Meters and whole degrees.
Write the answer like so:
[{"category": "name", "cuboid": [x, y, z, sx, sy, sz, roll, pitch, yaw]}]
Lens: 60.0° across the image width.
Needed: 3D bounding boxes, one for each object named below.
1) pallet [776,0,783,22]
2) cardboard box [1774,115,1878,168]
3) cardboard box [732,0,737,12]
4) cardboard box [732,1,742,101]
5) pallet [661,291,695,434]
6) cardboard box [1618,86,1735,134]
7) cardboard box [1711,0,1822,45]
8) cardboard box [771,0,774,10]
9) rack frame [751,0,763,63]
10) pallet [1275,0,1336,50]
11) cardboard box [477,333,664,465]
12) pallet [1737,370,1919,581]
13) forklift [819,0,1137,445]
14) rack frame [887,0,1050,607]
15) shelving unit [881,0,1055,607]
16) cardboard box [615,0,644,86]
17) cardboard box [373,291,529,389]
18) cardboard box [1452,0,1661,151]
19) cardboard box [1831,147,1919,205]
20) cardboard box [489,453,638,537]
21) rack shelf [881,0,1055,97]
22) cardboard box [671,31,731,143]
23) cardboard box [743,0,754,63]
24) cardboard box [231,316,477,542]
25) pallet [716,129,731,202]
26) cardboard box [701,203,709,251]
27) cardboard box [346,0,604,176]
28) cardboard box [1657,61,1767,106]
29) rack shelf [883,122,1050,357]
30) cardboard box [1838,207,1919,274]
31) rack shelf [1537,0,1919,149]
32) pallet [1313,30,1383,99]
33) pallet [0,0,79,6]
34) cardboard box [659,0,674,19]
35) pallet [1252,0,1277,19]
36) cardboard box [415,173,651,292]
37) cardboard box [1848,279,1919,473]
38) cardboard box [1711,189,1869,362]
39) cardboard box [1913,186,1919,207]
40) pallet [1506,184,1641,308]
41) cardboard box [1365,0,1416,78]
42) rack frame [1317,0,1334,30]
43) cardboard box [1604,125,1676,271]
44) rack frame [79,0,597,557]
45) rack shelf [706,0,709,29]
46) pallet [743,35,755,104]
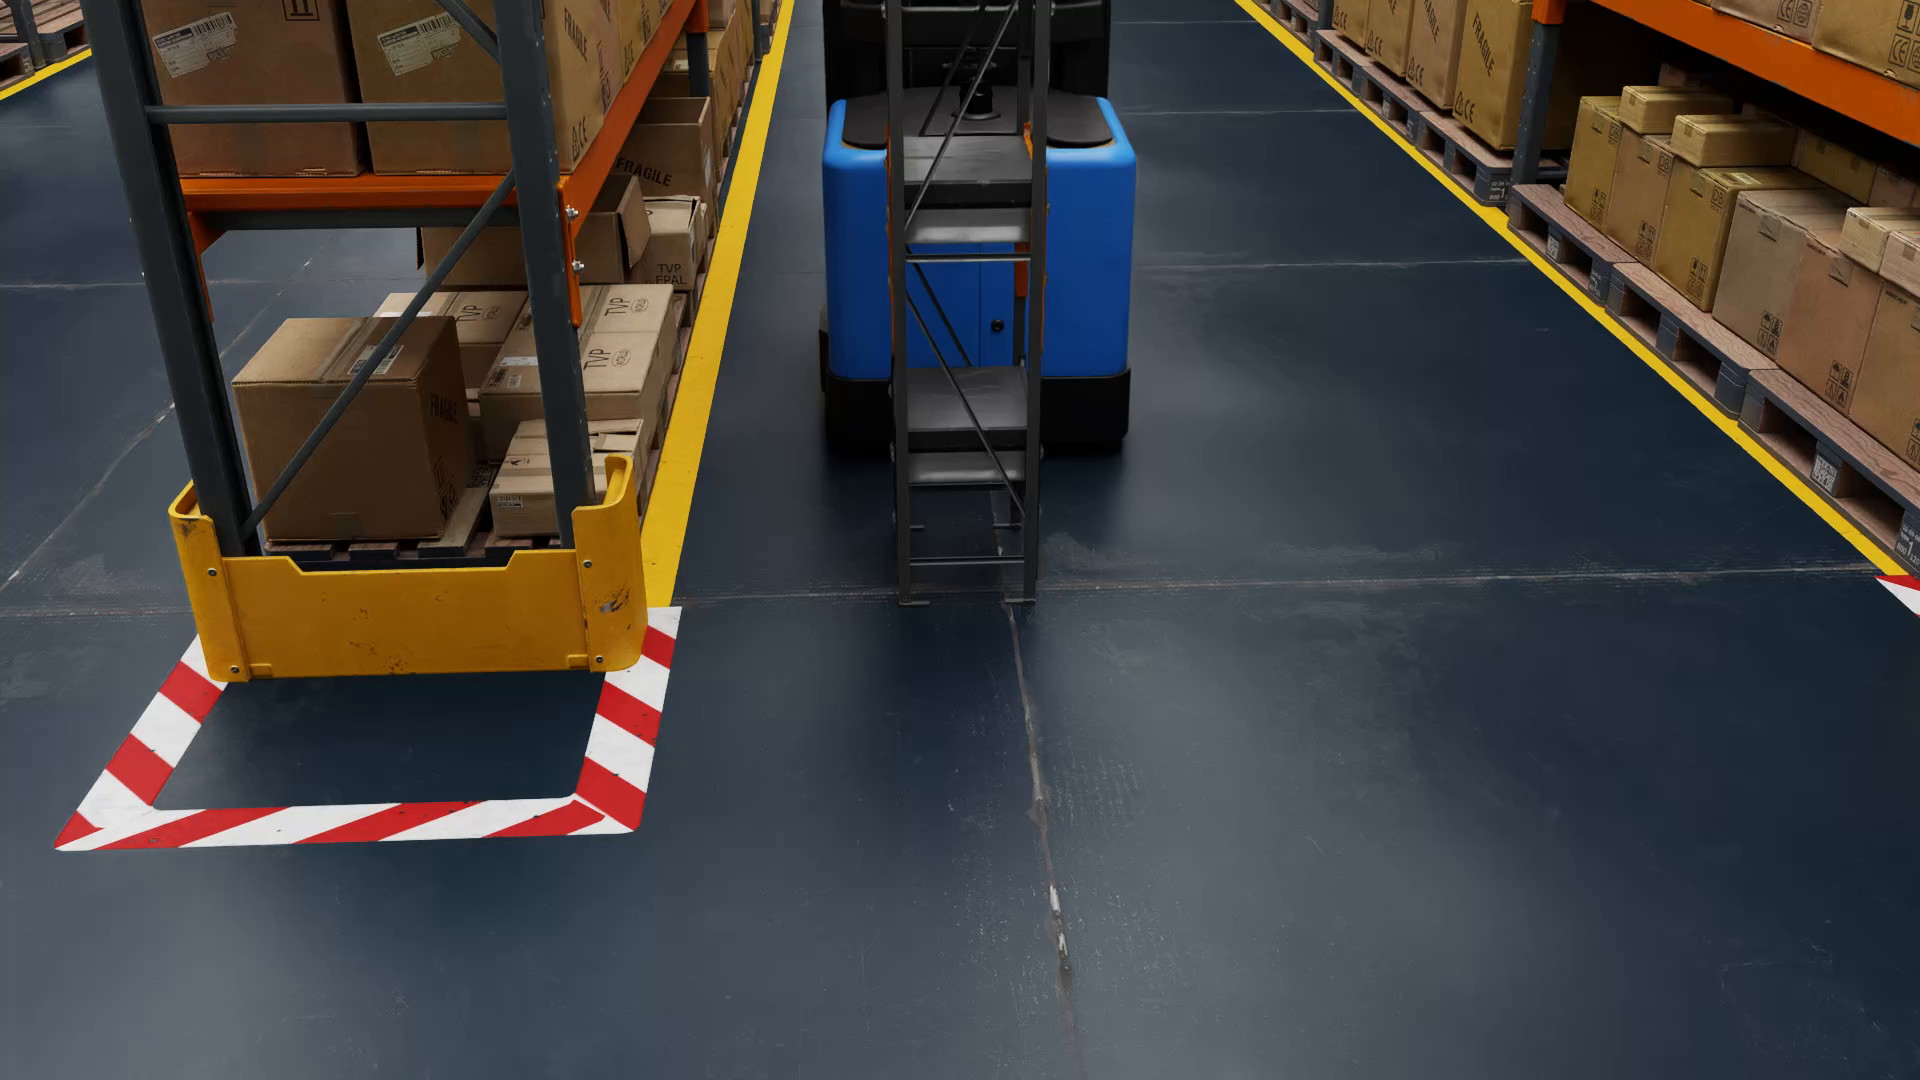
[{"category": "pallet", "cuboid": [-1.959, -4.402, 13.462, 1.003, 0.211, 1.213, -1, 28, -3]}, {"category": "cardboard box", "cuboid": [3.445, -1.577, 6.578, 0.380, 0.149, 0.250, -1, 28, -2]}, {"category": "cardboard box", "cuboid": [-1.546, -3.190, 9.539, 0.500, 0.250, 0.500, -2, 28, -4]}, {"category": "cardboard box", "cuboid": [-1.551, -2.875, 9.745, 0.500, 0.500, 0.500, -2, 28, -5]}, {"category": "pallet", "cuboid": [-1.584, -0.730, 6.421, 1.003, 0.211, 1.213, -1, 28, -3]}, {"category": "cardboard box", "cuboid": [3.034, -1.824, 7.052, 0.380, 0.149, 0.250, 0, 28, -1]}, {"category": "cardboard box", "cuboid": [3.354, -2.178, 5.859, 0.980, 0.700, 0.700, -3, 28, -5]}, {"category": "cardboard box", "cuboid": [-1.655, -4.143, 12.470, 0.500, 0.250, 0.500, -2, 28, -4]}, {"category": "rack frame", "cuboid": [-1.894, -4.695, 11.009, 1.000, 3.000, 0.127, -1, 28, -3]}, {"category": "pallet", "cuboid": [3.013, -3.941, 12.578, 1.003, 0.211, 1.213, -1, 28, -3]}, {"category": "cardboard box", "cuboid": [-1.248, -0.466, 5.397, 0.500, 0.250, 0.500, -1, 28, -3]}, {"category": "pallet", "cuboid": [3.350, -0.253, 5.507, 1.003, 0.211, 1.213, -1, 28, -3]}, {"category": "forklift", "cuboid": [0.017, -2.268, 6.428, 1.130, 2.935, 3.031, -1, 28, -2]}, {"category": "rack frame", "cuboid": [0.021, -0.742, 4.402, 0.400, 2.100, 0.015, -1, 28, -3]}, {"category": "shelving unit", "cuboid": [0.009, -0.855, 4.618, 0.431, 2.100, 0.503, -1, 28, -3]}, {"category": "cardboard box", "cuboid": [-1.292, -1.726, 5.208, 0.500, 0.500, 0.500, -1, 28, -3]}, {"category": "cardboard box", "cuboid": [-1.771, -0.661, 5.772, 0.500, 0.250, 0.500, -1, 28, -3]}, {"category": "cardboard box", "cuboid": [3.098, -2.499, 8.669, 0.750, 0.750, 0.750, -1, 28, -2]}, {"category": "cardboard box", "cuboid": [3.472, -1.341, 6.125, 0.380, 0.149, 0.250, -1, 28, -2]}, {"category": "cardboard box", "cuboid": [-1.155, -0.133, 4.869, 0.380, 0.149, 0.250, -1, 28, -3]}, {"category": "rack shelf", "cuboid": [0.009, -1.463, 4.300, 0.431, 0.518, 0.480, -1, 28, -3]}, {"category": "cardboard box", "cuboid": [-1.506, -2.410, 8.855, 0.500, 0.500, 0.500, -1, 28, -2]}, {"category": "cardboard box", "cuboid": [-1.611, -3.356, 10.668, 0.500, 0.500, 0.500, 0, 28, -1]}, {"category": "cardboard box", "cuboid": [-1.751, -0.333, 4.871, 0.500, 0.500, 0.500, -1, 28, -3]}, {"category": "pallet", "cuboid": [-1.766, -1.986, 8.830, 1.003, 0.211, 1.213, -1, 28, -3]}, {"category": "cardboard box", "cuboid": [-1.293, -1.351, 7.204, 0.380, 0.149, 0.250, -1, 28, -3]}, {"category": "cardboard box", "cuboid": [-1.236, -1.256, 4.307, 0.500, 0.500, 0.500, -1, 28, -2]}, {"category": "cardboard box", "cuboid": [3.389, -2.059, 7.501, 0.380, 0.149, 0.250, -2, 28, -3]}, {"category": "rack shelf", "cuboid": [0.009, -0.842, 4.624, 0.431, 0.518, 0.480, -1, 28, -3]}, {"category": "cardboard box", "cuboid": [3.131, -0.981, 5.435, 0.380, 0.149, 0.250, -1, 28, -1]}, {"category": "rack shelf", "cuboid": [3.366, -1.727, 6.095, 1.077, 0.370, 4.000, -1, 28, -3]}, {"category": "pallet", "cuboid": [3.018, -3.214, 11.185, 1.003, 0.211, 1.213, -1, 28, -3]}, {"category": "pallet", "cuboid": [-6.903, -4.262, 13.193, 1.003, 0.211, 1.213, -1, 28, -3]}, {"category": "cardboard box", "cuboid": [-1.346, -2.192, 6.102, 0.500, 0.500, 0.500, -1, 28, -1]}, {"category": "pallet", "cuboid": [2.952, -4.503, 13.656, 1.003, 0.211, 1.213, -1, 28, -3]}, {"category": "cardboard box", "cuboid": [-1.582, -1.069, 6.279, 0.797, 0.503, 0.637, -1, 28, -3]}, {"category": "cardboard box", "cuboid": [3.334, -0.521, 5.254, 0.700, 0.500, 0.500, -1, 28, -3]}, {"category": "cardboard box", "cuboid": [3.281, -0.984, 6.142, 0.700, 0.500, 0.500, -2, 28, -4]}, {"category": "cardboard box", "cuboid": [3.500, -1.105, 5.673, 0.380, 0.149, 0.250, -1, 28, -2]}, {"category": "pallet", "cuboid": [3.223, -1.380, 7.667, 1.003, 0.211, 1.213, -1, 28, -3]}, {"category": "cardboard box", "cuboid": [2.999, -3.302, 10.208, 0.750, 0.750, 0.750, -2, 28, -3]}, {"category": "rack frame", "cuboid": [3.052, -4.817, 11.241, 1.000, 3.000, 0.127, -1, 28, -3]}, {"category": "cardboard box", "cuboid": [3.221, -1.467, 7.069, 0.700, 0.500, 0.500, -2, 28, -3]}, {"category": "rack frame", "cuboid": [-1.477, -1.001, 3.925, 1.000, 3.000, 0.127, -1, 28, -3]}, {"category": "rack shelf", "cuboid": [-1.790, -3.453, 9.404, 1.077, 0.370, 4.000, -1, 28, -3]}, {"category": "pallet", "cuboid": [-1.893, -3.113, 10.991, 1.003, 0.211, 1.213, -1, 28, -3]}]
